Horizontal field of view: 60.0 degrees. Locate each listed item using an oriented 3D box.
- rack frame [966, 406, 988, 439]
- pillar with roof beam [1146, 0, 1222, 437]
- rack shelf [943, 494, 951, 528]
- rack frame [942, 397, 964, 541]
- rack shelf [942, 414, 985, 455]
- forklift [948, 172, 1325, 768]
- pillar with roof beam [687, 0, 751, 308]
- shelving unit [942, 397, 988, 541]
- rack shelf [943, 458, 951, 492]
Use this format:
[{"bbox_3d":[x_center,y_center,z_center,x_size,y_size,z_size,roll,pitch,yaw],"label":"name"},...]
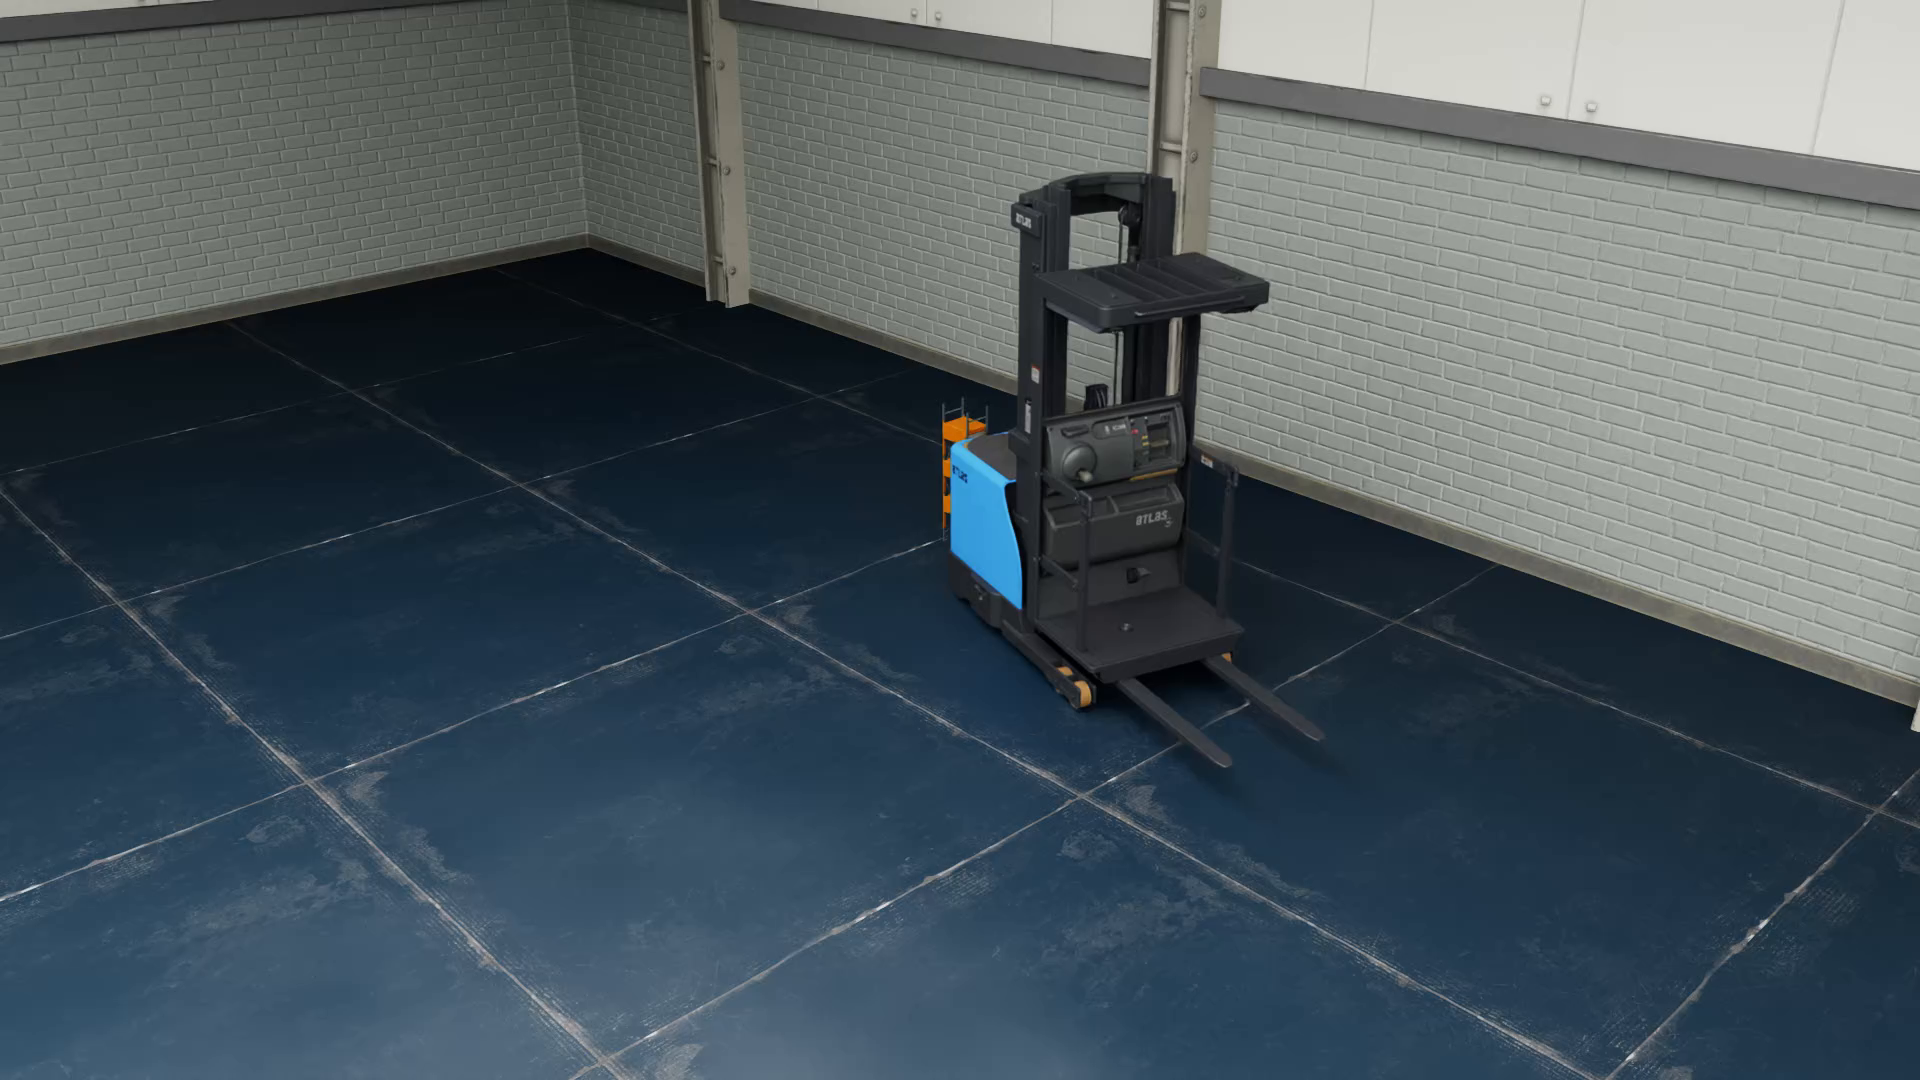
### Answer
[{"bbox_3d":[0.120,-0.424,11.712,0.200,1.050,0.008,-21,32,-38],"label":"rack frame"},{"bbox_3d":[-1.483,-3.579,9.050,9.100,9.000,0.400,-21,32,-38],"label":"pillar with roof beam"},{"bbox_3d":[0.037,-0.199,11.913,0.215,0.259,0.240,-21,32,-38],"label":"rack shelf"},{"bbox_3d":[-0.047,-0.498,11.874,0.200,1.050,0.008,-21,32,-38],"label":"rack frame"},{"bbox_3d":[0.037,-0.710,11.680,0.215,0.259,0.240,-21,32,-38],"label":"rack shelf"},{"bbox_3d":[1.031,-0.544,9.707,1.130,2.935,3.031,-12,27,-24],"label":"forklift"},{"bbox_3d":[-5.584,-5.397,13.035,9.100,9.000,0.400,-21,32,-38],"label":"pillar with roof beam"},{"bbox_3d":[0.037,-0.461,11.793,0.215,1.050,0.252,-21,32,-38],"label":"shelving unit"},{"bbox_3d":[0.037,-0.452,11.798,0.215,0.259,0.240,-21,32,-38],"label":"rack shelf"}]
